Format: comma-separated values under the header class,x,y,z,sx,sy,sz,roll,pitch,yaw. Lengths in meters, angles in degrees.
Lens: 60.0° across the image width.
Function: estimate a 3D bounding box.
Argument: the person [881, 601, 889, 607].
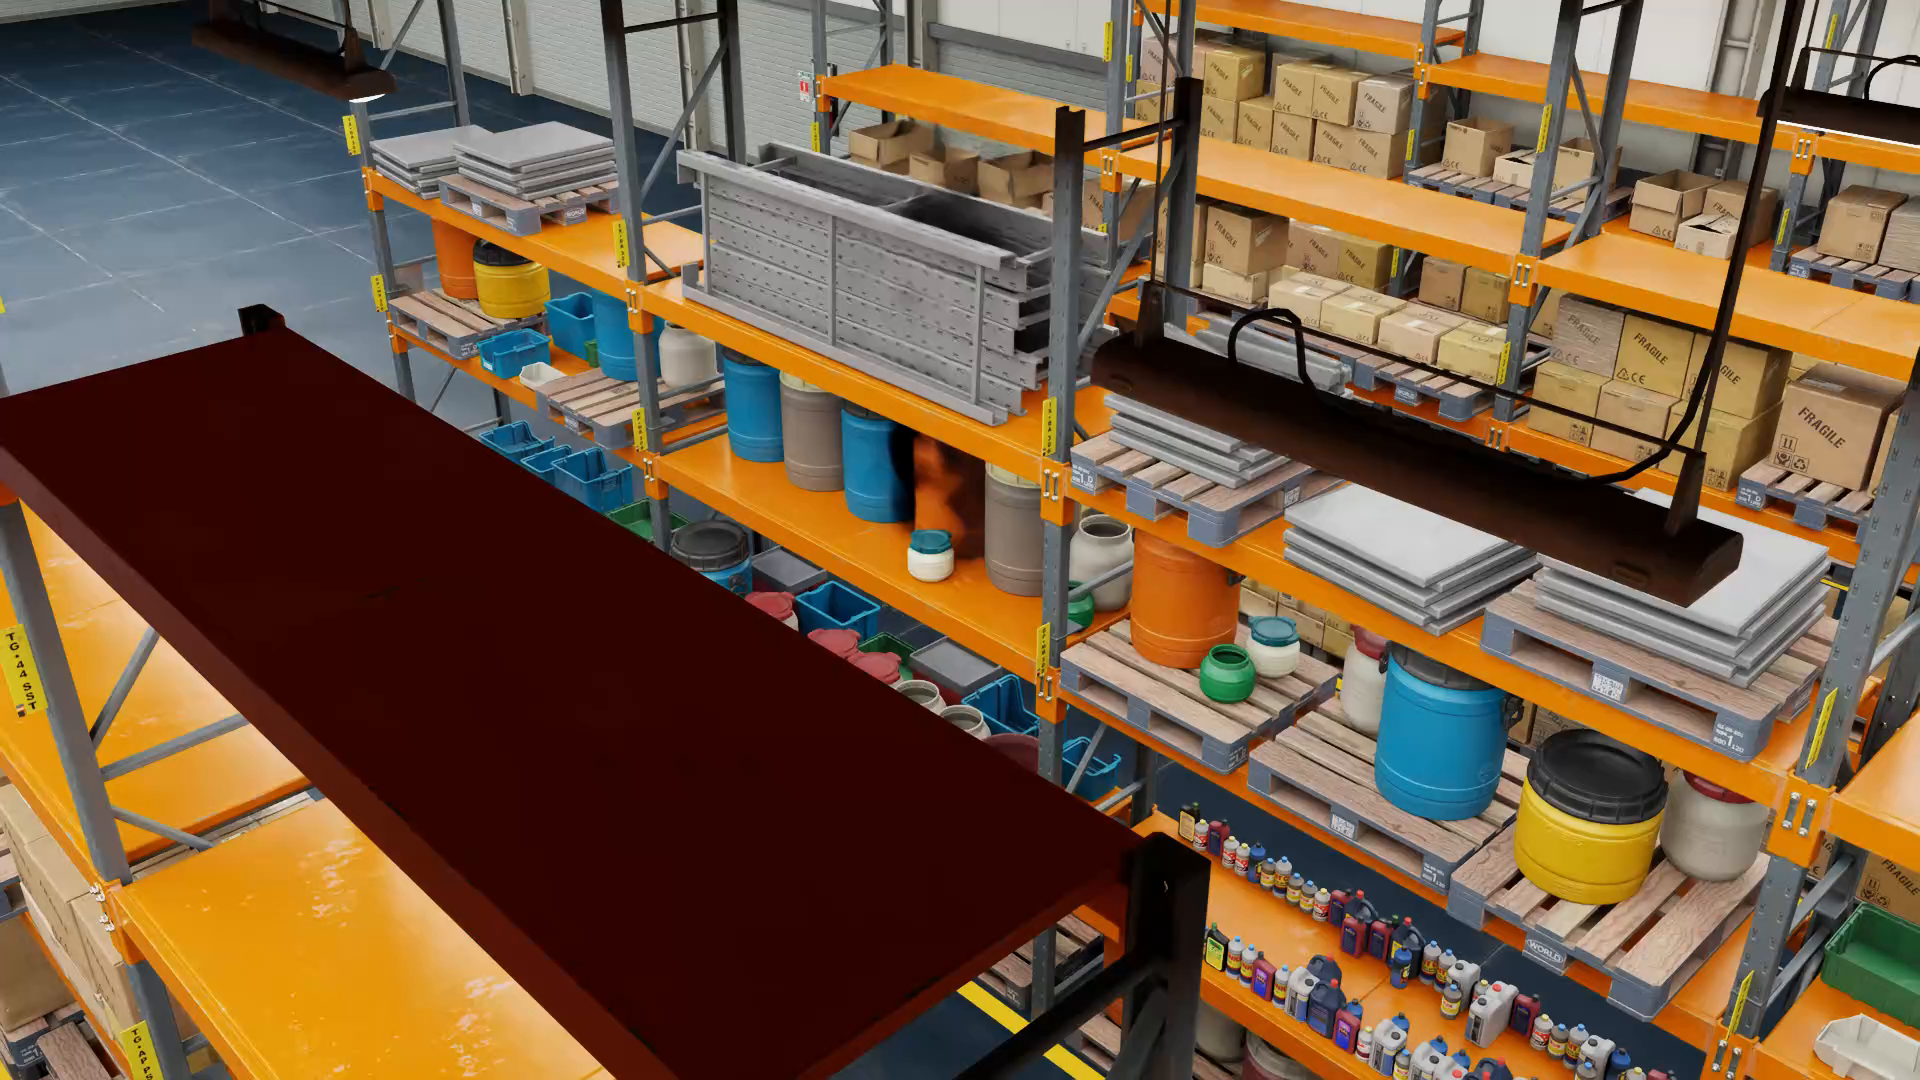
class,x,y,z,sx,sy,sz,roll,pitch,yaw
person,-0.523,-0.065,14.624,0.722,1.795,0.581,20,34,32
